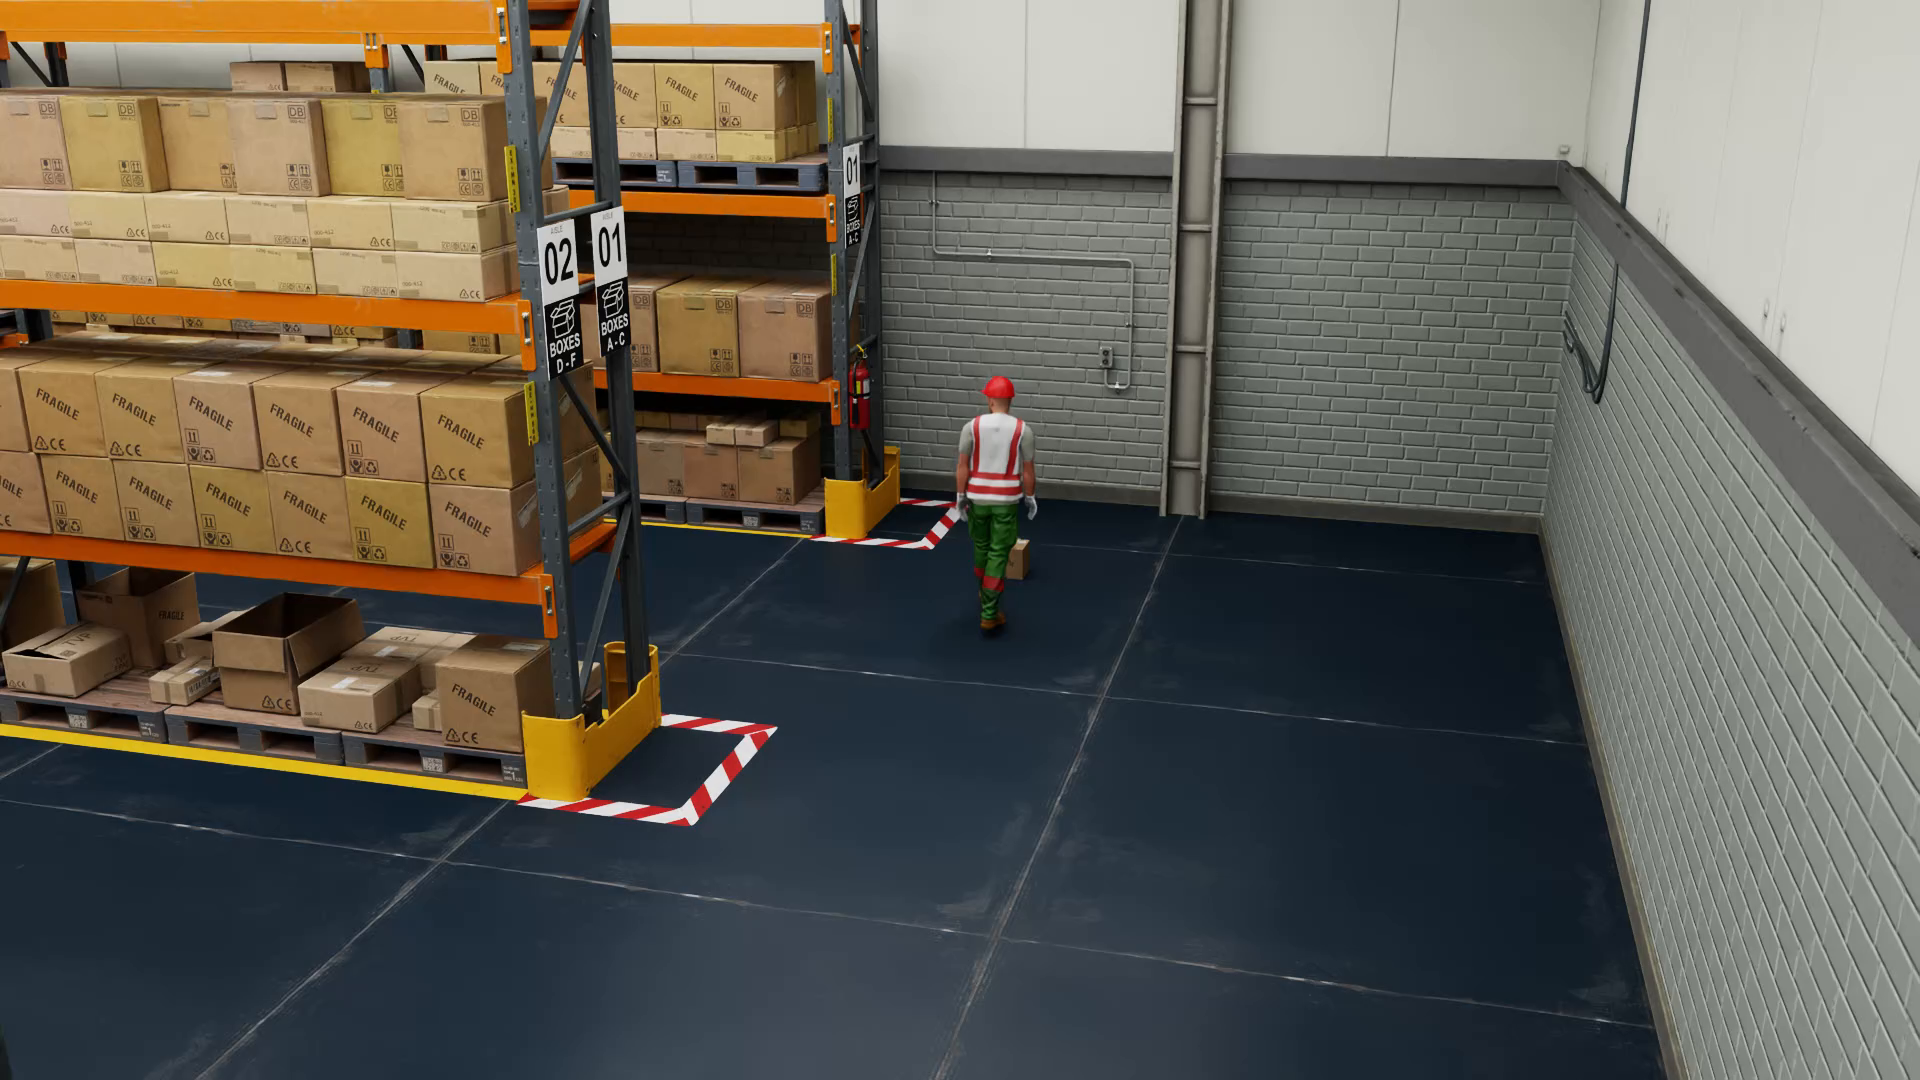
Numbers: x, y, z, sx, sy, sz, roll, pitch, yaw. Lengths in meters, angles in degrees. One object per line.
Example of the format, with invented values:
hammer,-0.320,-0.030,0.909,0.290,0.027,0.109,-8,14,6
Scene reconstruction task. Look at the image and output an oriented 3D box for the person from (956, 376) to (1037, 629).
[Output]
person,0.268,-0.303,11.902,0.548,1.748,0.880,4,19,14
